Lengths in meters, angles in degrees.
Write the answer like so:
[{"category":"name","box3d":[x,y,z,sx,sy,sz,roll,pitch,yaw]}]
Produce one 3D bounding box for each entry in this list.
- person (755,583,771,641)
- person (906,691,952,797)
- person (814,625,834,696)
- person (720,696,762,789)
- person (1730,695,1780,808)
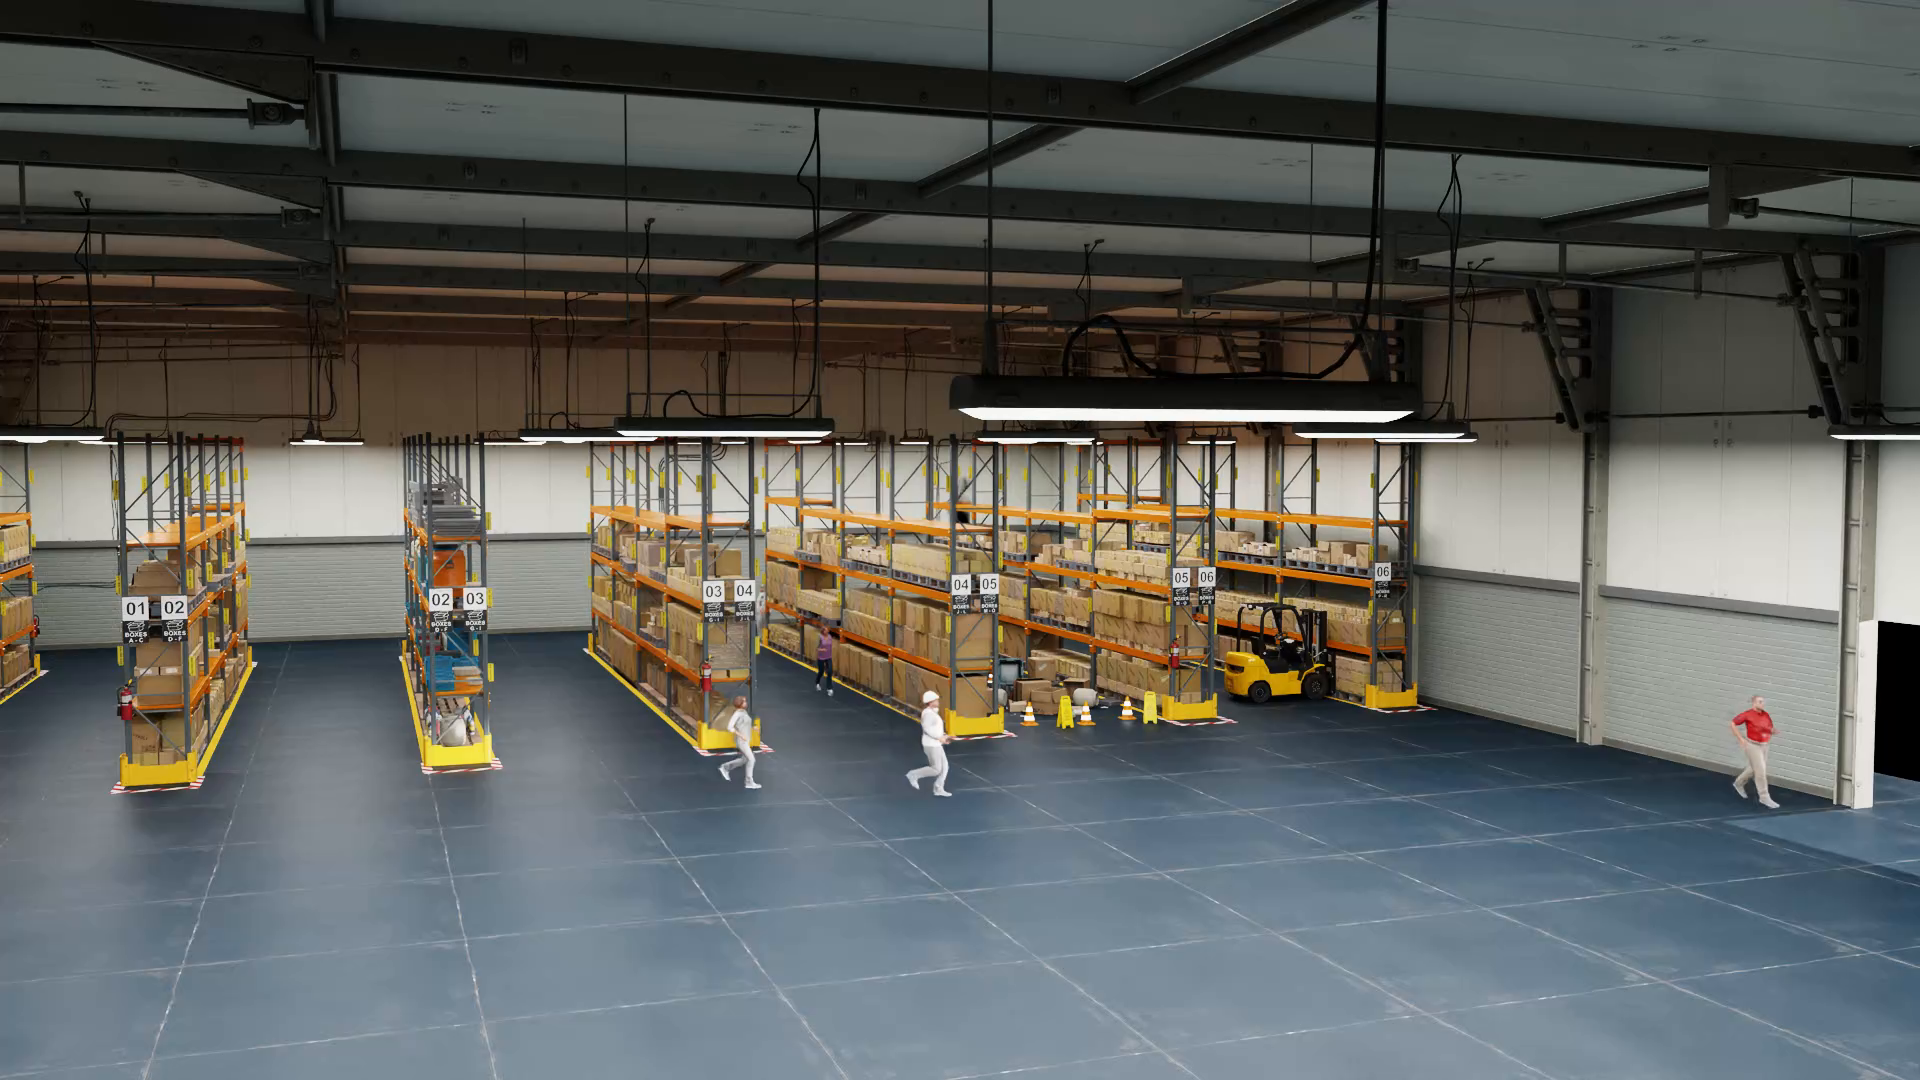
[{"category":"person","box3d":[-5.786,2.133,49.365,0.688,1.761,0.700,-2,4,-35]},{"category":"person","box3d":[-0.503,3.352,27.297,0.756,1.750,0.662,0,3,2]},{"category":"person","box3d":[-3.171,2.786,38.682,0.508,1.602,0.833,-2,3,-25]},{"category":"person","box3d":[-3.695,3.390,27.918,0.734,1.561,0.546,0,3,8]},{"category":"person","box3d":[12.781,3.353,26.680,0.666,1.723,0.967,-2,4,-26]}]
